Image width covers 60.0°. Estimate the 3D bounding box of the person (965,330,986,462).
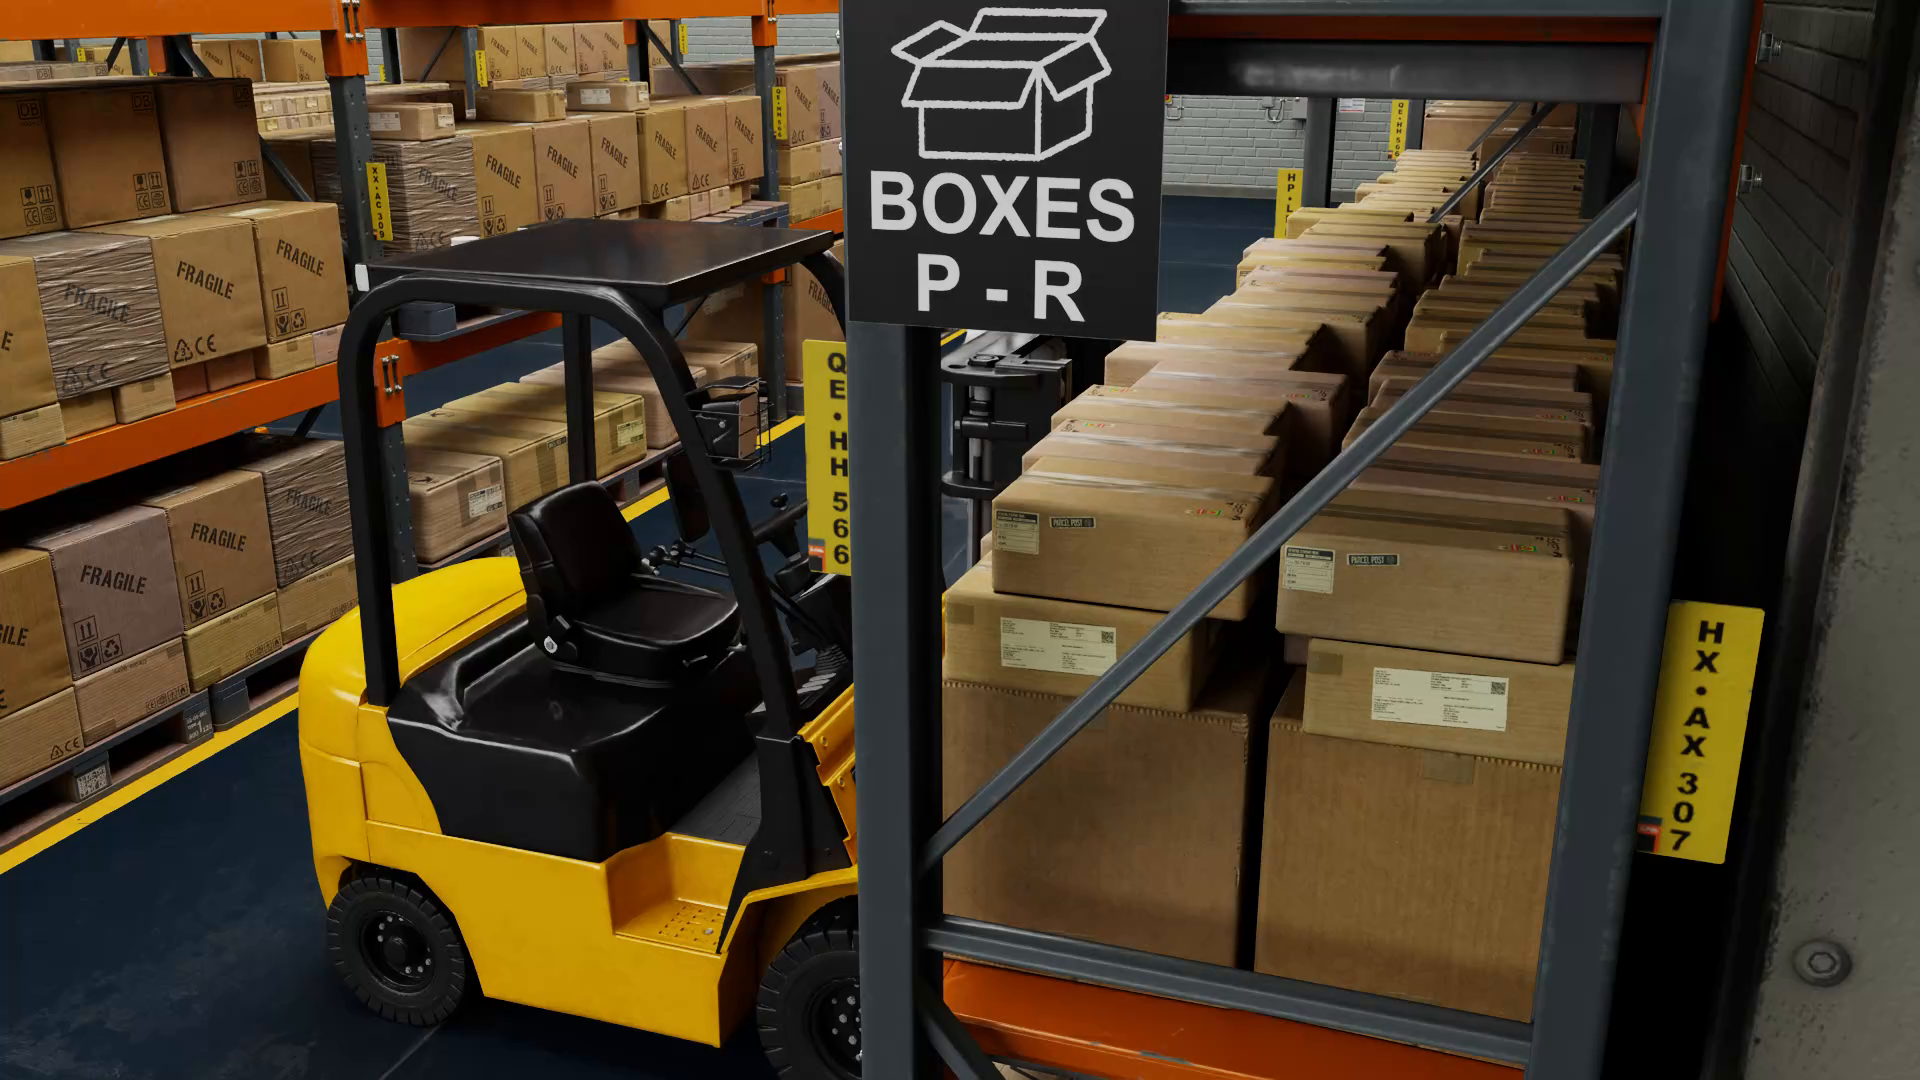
[{"bbox_3d":[0.292,-0.372,7.173,0.652,1.751,0.771,4,19,12],"label":"person"}]
